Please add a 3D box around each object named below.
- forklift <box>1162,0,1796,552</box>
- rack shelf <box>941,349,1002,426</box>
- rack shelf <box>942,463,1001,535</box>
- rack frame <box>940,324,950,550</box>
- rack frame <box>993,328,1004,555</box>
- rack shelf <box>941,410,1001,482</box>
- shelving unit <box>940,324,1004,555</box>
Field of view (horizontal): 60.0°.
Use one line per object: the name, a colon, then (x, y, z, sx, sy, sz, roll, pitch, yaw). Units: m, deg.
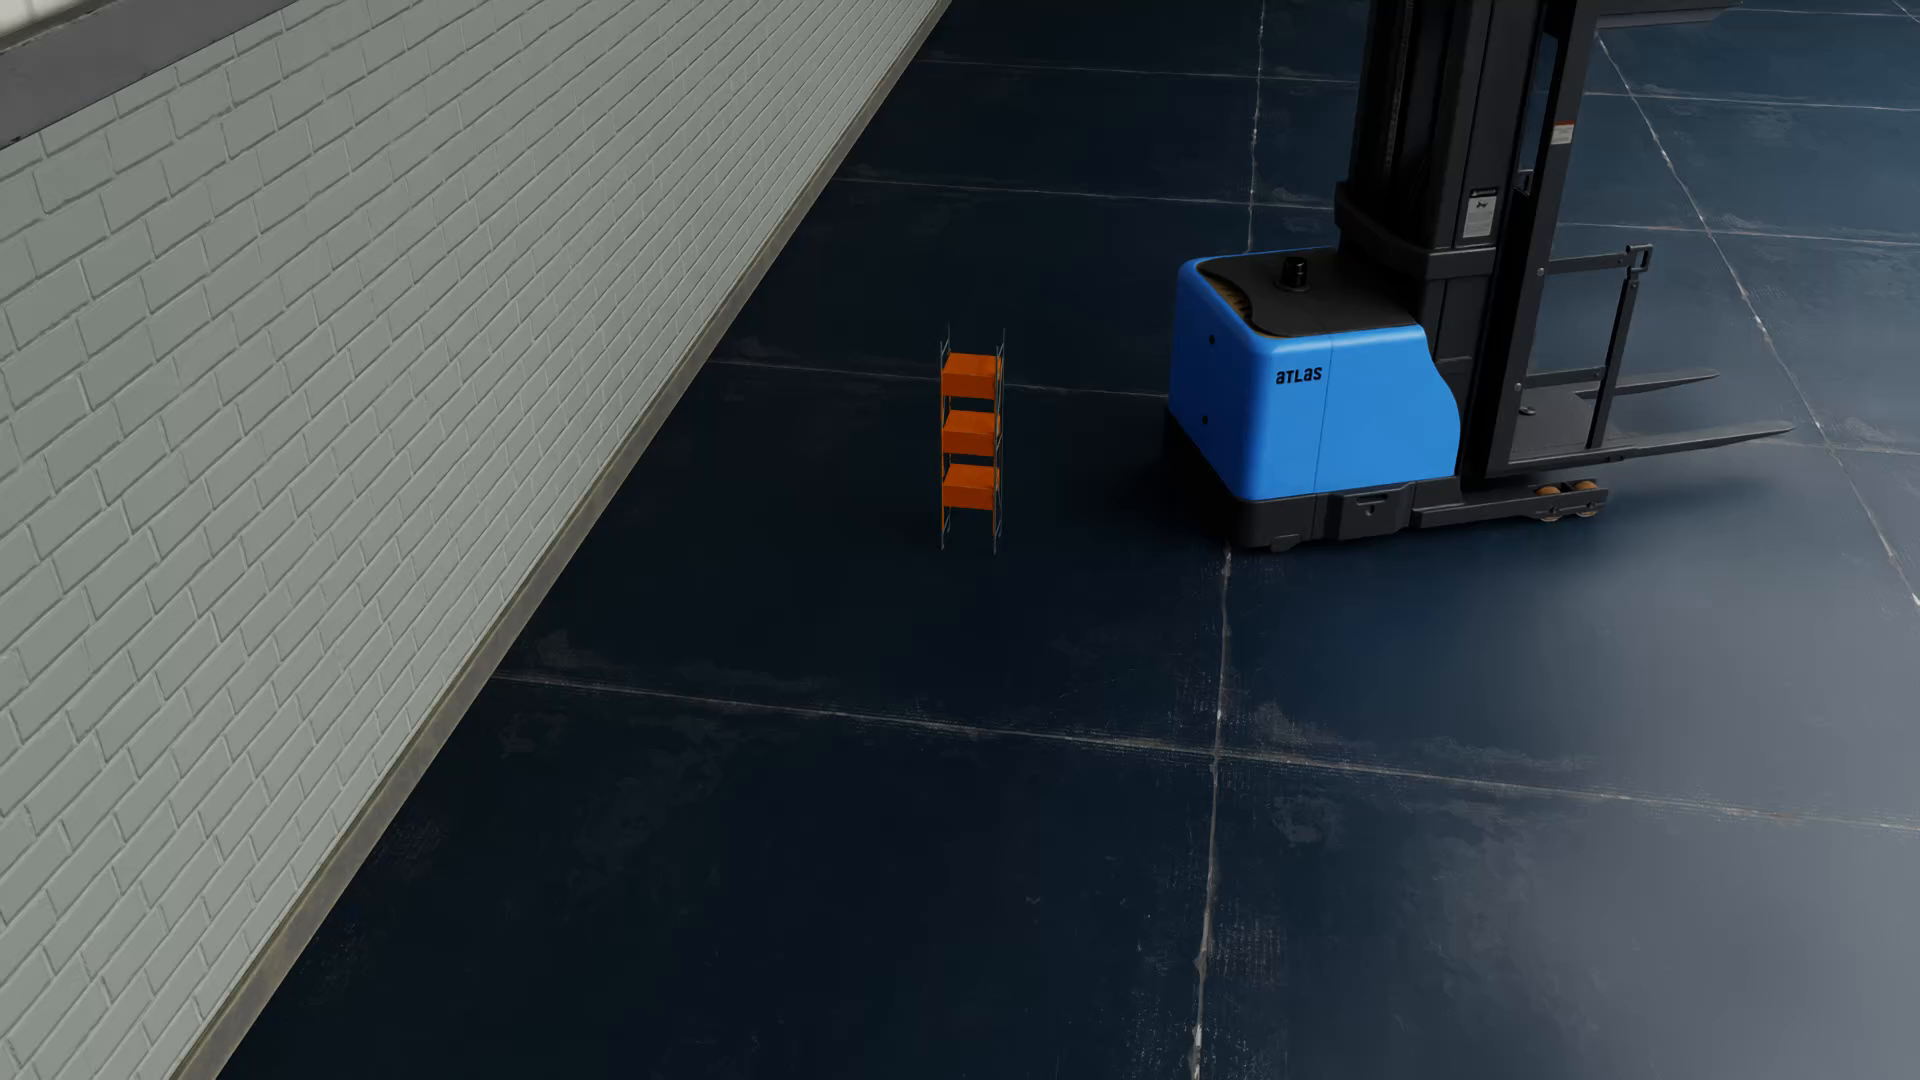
forklift: (2.586, -1.593, 7.533, 3.031, 2.935, 1.130, -7, 33, -12)
rack shelf: (0.053, -0.672, 7.319, 0.240, 0.259, 0.215, 5, 32, 8)
rack shelf: (0.053, -0.196, 7.617, 0.240, 0.259, 0.215, 5, 32, 8)
rack frame: (-0.068, -0.451, 7.481, 0.008, 1.050, 0.200, 5, 32, 8)
rack frame: (0.173, -0.429, 7.446, 0.008, 1.050, 0.200, 5, 32, 8)
rack shelf: (0.053, -0.431, 7.469, 0.240, 0.259, 0.215, 5, 32, 8)
shelving unit: (0.053, -0.440, 7.464, 0.252, 1.050, 0.215, 5, 32, 8)
